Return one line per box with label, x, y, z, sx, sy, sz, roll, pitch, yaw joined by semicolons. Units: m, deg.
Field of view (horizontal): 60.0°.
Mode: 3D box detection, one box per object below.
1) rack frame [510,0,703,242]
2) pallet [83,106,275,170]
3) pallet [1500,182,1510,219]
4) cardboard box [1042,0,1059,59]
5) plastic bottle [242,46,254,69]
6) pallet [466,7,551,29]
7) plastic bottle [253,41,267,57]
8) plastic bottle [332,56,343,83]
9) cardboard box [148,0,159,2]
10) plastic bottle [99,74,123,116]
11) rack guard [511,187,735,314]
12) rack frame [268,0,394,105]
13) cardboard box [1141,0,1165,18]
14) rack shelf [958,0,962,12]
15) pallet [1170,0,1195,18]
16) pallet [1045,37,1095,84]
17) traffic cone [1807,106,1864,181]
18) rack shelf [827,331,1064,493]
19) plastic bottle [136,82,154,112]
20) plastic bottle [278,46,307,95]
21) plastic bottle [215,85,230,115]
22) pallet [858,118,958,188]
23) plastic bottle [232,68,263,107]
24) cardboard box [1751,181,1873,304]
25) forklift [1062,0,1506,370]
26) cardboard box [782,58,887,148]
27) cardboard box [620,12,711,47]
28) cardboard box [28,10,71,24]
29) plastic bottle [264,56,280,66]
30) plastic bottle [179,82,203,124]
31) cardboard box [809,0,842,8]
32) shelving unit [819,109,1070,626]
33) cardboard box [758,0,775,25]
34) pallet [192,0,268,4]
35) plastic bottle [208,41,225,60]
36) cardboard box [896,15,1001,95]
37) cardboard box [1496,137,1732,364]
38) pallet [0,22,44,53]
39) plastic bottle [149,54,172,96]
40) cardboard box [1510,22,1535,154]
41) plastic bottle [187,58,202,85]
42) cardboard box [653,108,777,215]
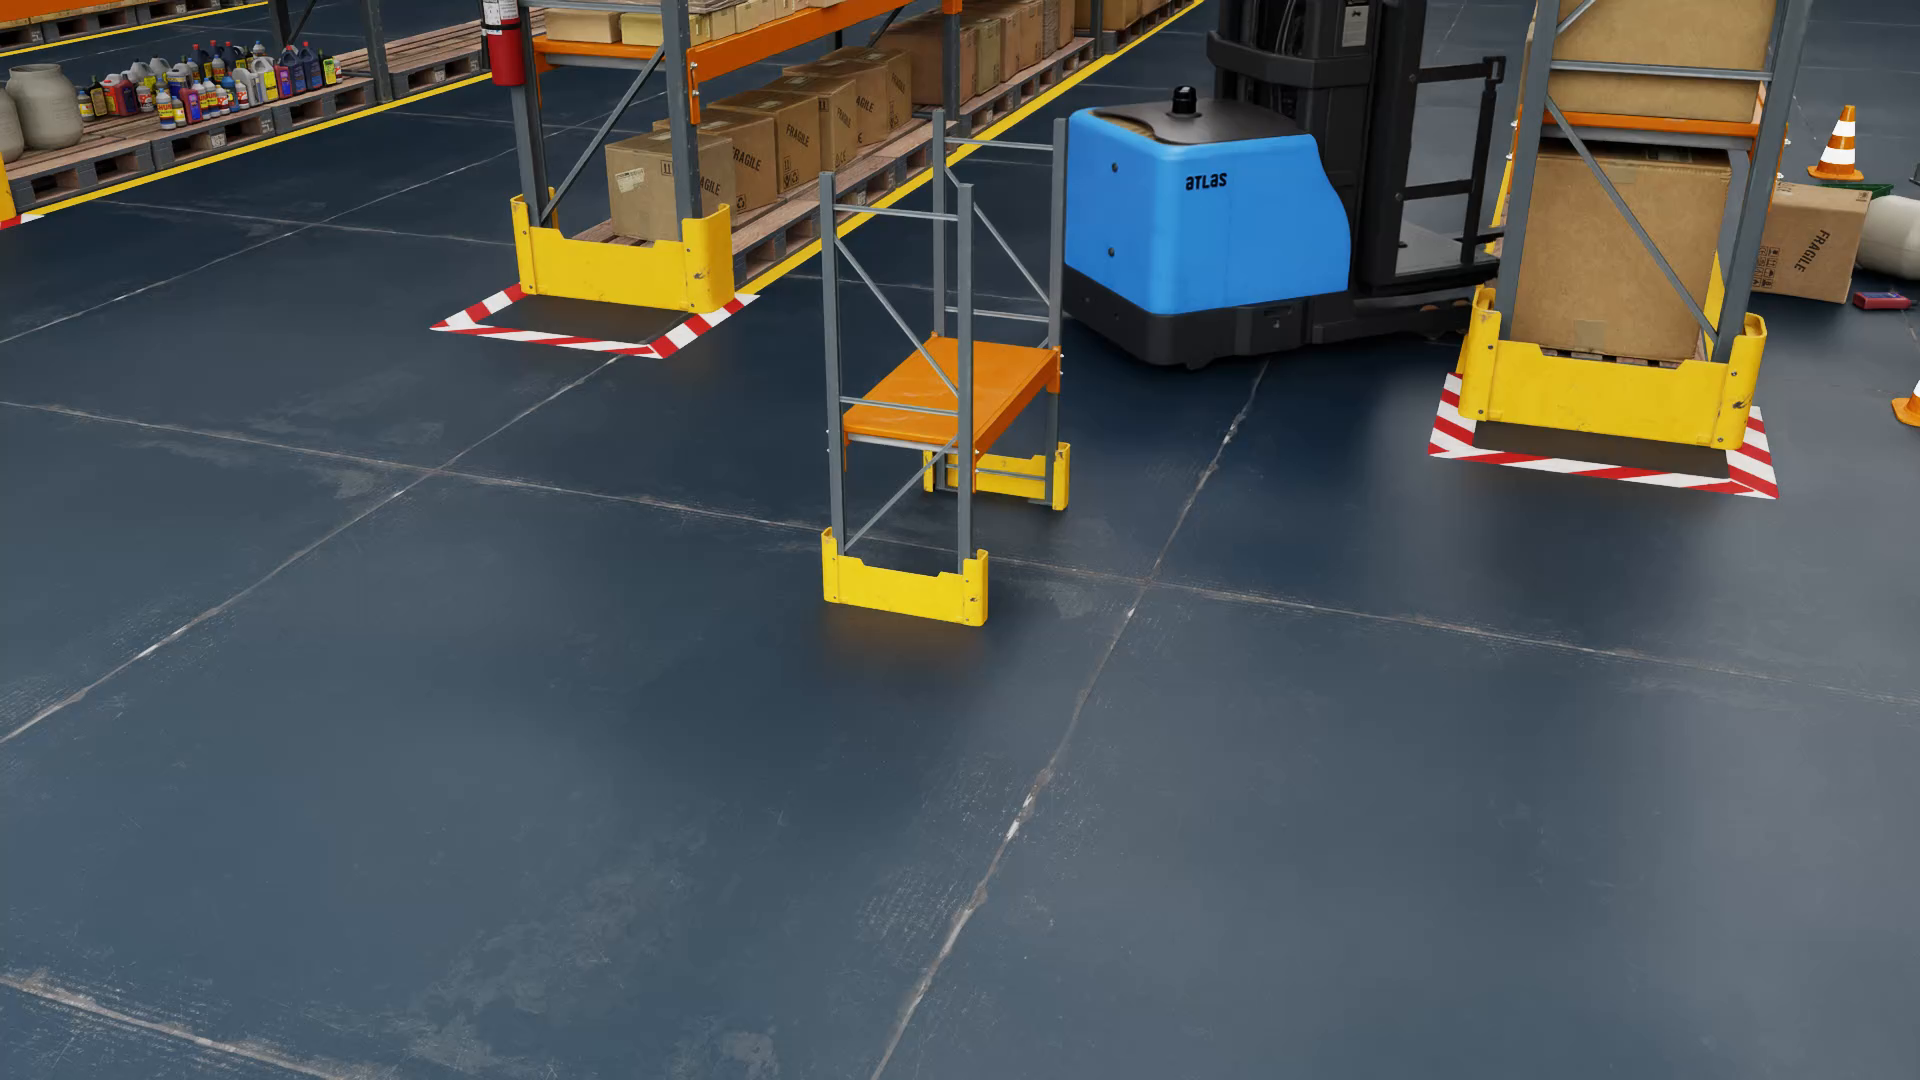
rack frame;-1.825;-2.649;8.280;1.000;3.000;0.127;9;27;17
pallet;-5.831;-2.983;12.170;1.003;0.211;1.213;9;27;17
pallet;3.823;-1.976;10.089;1.003;0.211;1.213;9;27;17
cardboard box;0.461;-4.502;14.470;0.700;0.500;0.500;6;27;13
plastic bottle;-5.665;-3.768;13.201;0.061;0.283;0.133;9;27;17
pallet;-4.128;-5.087;16.515;1.003;0.211;1.213;9;27;17
plastic bottle;-5.684;-3.914;13.518;0.097;0.271;0.097;0;26;0
plastic bottle;-4.991;-3.756;13.271;0.097;0.201;0.097;0;26;0
cardboard box;-8.616;-5.863;17.590;0.500;0.250;0.500;8;27;17
plastic bottle;-6.188;-3.258;12.157;0.152;0.276;0.135;9;27;18
rack guard;-1.799;-1.556;8.889;1.175;0.500;0.348;9;27;17
rack frame;-5.164;-5.011;13.158;1.000;3.000;0.127;9;27;17
cardboard box;1.391;-5.815;16.775;1.225;0.875;0.875;9;27;18
rack shelf;0.172;-4.791;13.529;1.077;0.370;4.000;9;27;17
pallet;1.983;-5.998;18.395;1.003;0.211;1.213;9;27;17
pallet;0.576;-4.361;15.015;1.003;0.211;1.213;9;27;17
traffic cone;6.020;-2.723;11.342;0.336;0.463;0.334;9;27;17
rack shelf;-0.028;-0.478;5.929;0.538;0.185;1.000;9;27;17
plastic bottle;-6.018;-3.271;12.269;0.097;0.201;0.097;0;26;0
plastic bottle;-5.171;-3.632;12.844;0.144;0.351;0.185;7;27;15
plastic bottle;-5.418;-3.229;12.183;0.097;0.201;0.097;0;26;0
pallet;-0.684;-2.757;11.702;1.003;0.211;1.213;9;27;17
plastic bottle;-5.336;-3.399;12.449;0.152;0.276;0.135;9;27;18
cardboard box;4.601;-1.622;9.023;0.500;0.500;0.500;14;29;26
forklift;2.082;-2.527;8.107;3.031;2.935;1.130;-11;28;-21
cardboard box;-0.848;-2.962;11.312;0.500;0.500;0.500;19;32;34
cardboard box;-1.505;-2.619;8.505;0.380;0.149;0.250;9;27;17
cardboard box;-9.125;-5.236;16.295;0.500;0.250;0.500;8;27;16
plastic bottle;-5.319;-3.609;12.883;0.152;0.276;0.135;9;27;17
plastic bottle;-5.506;-3.133;11.892;0.061;0.283;0.133;9;27;18
cardboard box;-0.914;-3.221;9.749;0.380;0.149;0.250;9;27;17
shelving unit;-0.025;-0.644;5.858;0.587;1.500;1.083;9;27;17
cardboard box;-1.243;-2.925;9.138;0.380;0.149;0.250;9;27;17
pallet;-8.219;-6.421;19.270;1.003;0.211;1.213;9;27;17
plastic bottle;-5.824;-3.746;13.079;0.144;0.351;0.185;10;27;19
cardboard box;-0.092;-3.809;13.038;0.700;0.500;0.500;9;27;17
cardboard box;2.982;-1.410;7.675;0.875;0.875;0.875;9;27;18
pallet;-9.626;-4.785;15.890;1.003;0.211;1.213;9;27;17
plastic bottle;-6.028;-3.493;12.558;0.144;0.351;0.185;9;27;17
cardboard box;4.272;-2.977;11.056;1.050;0.750;0.750;9;27;17
plastic bottle;-5.901;-3.567;12.800;0.097;0.271;0.097;0;26;0
cardboard box;-1.434;-2.218;9.776;0.500;0.500;0.500;17;30;31
